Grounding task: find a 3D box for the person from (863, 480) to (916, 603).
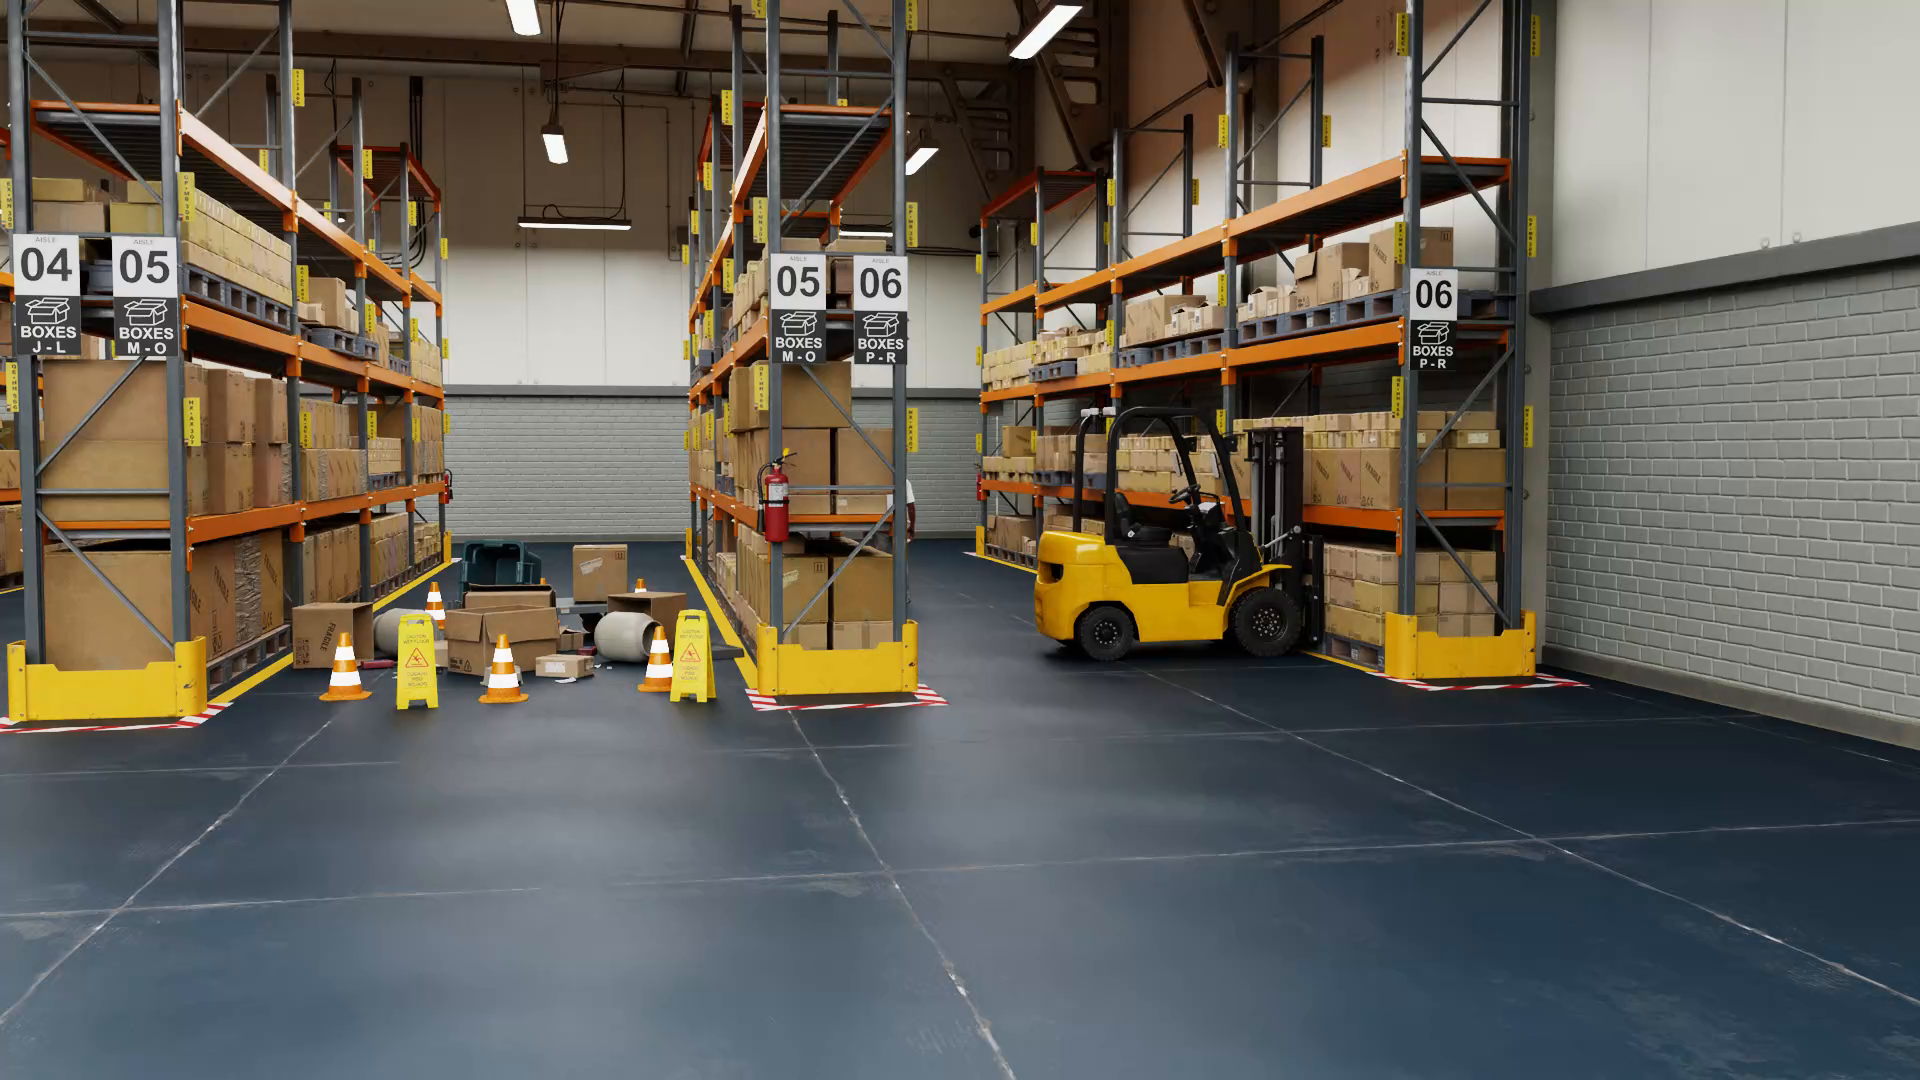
[{"bbox_3d":[-0.832,-0.136,19.548,0.626,1.757,0.459,-1,3,-13],"label":"person"}]
